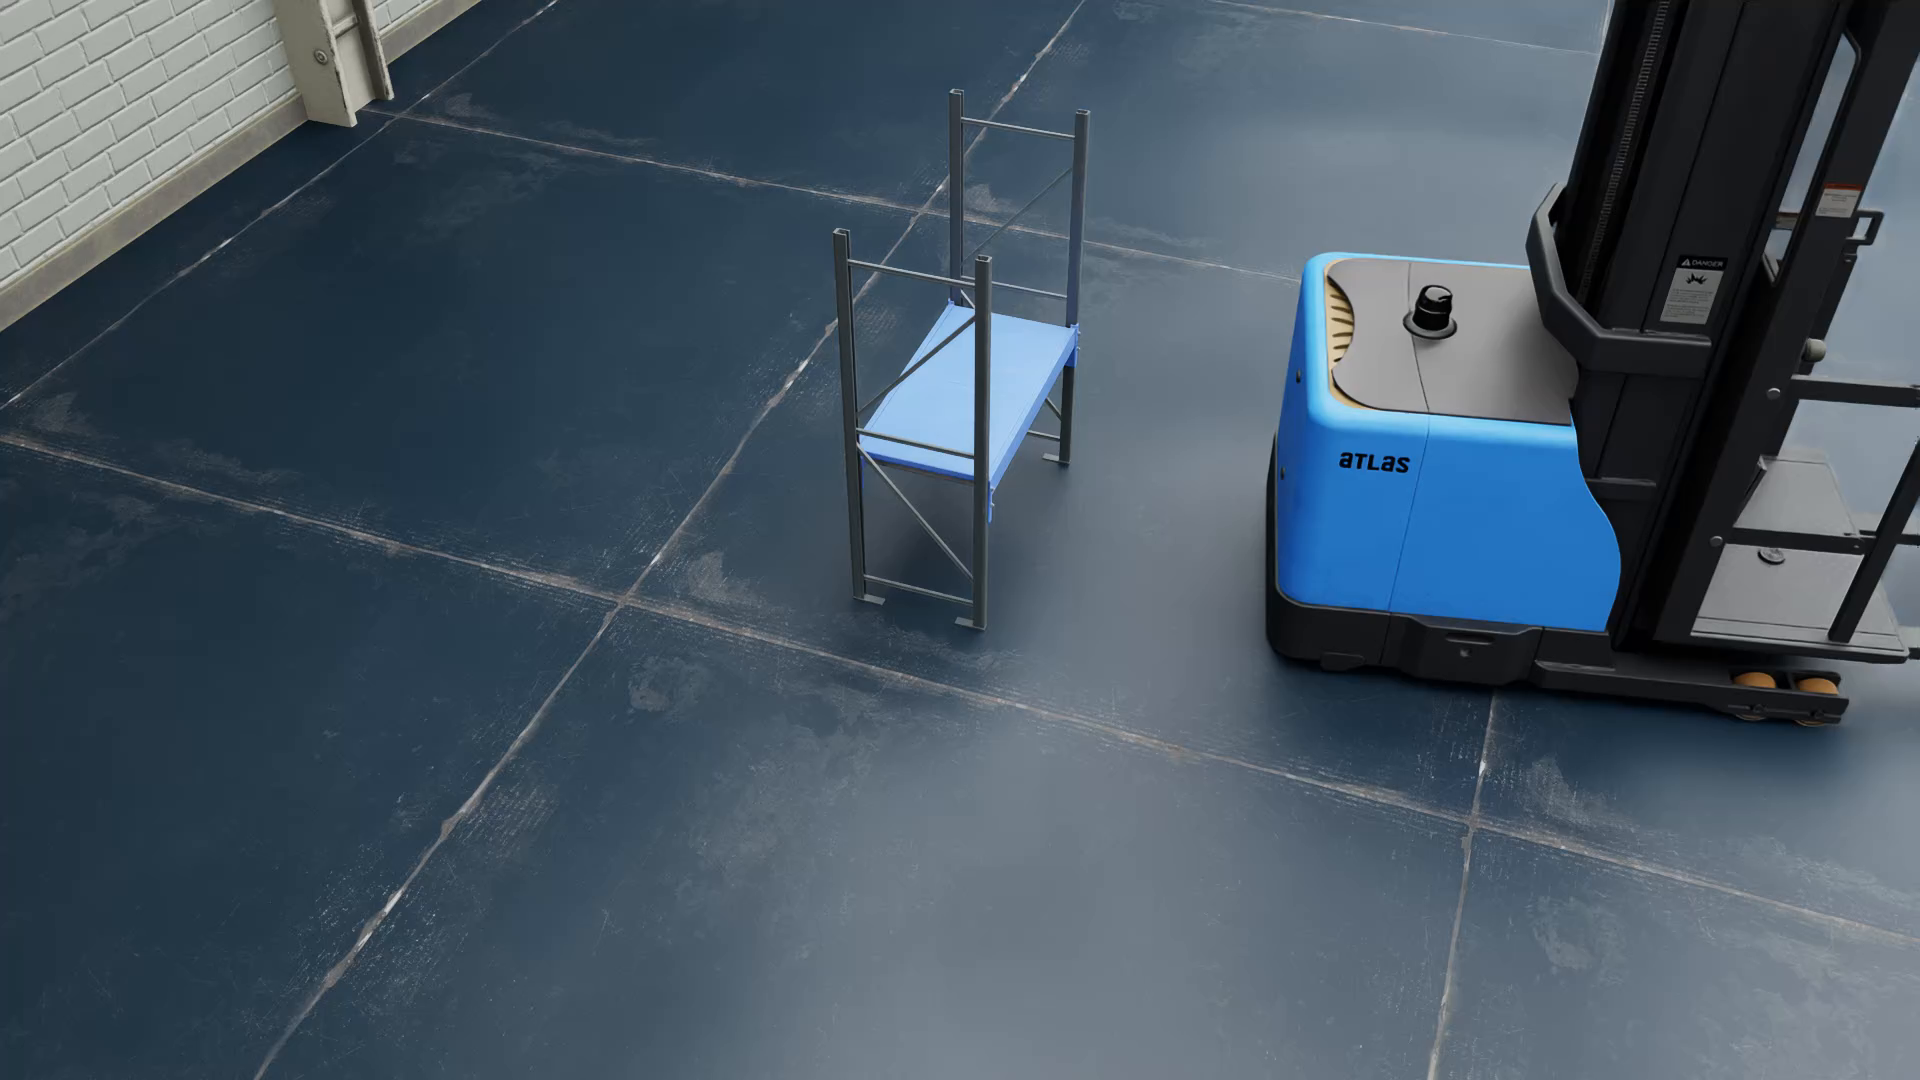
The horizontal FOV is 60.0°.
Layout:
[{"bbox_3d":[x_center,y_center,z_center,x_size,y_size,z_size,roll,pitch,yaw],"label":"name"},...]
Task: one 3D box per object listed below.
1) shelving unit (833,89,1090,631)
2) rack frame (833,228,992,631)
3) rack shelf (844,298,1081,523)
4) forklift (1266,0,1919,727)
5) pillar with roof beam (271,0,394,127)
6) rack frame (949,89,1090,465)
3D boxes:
[{"bbox_3d":[0.029,-0.623,5.824,0.538,1.500,1.048,13,42,15],"label":"shelving unit"},{"bbox_3d":[-0.145,-0.313,5.461,0.500,1.500,0.032,13,42,15],"label":"rack frame"},{"bbox_3d":[0.029,-0.486,5.941,0.538,0.185,1.000,13,42,15],"label":"rack shelf"},{"bbox_3d":[2.619,-0.866,5.007,3.031,2.935,1.130,5,41,6],"label":"forklift"},{"bbox_3d":[0.743,-4.810,4.954,9.100,9.000,0.400,13,42,15],"label":"pillar with roof beam"},{"bbox_3d":[0.203,-0.933,6.188,0.500,1.500,0.032,13,42,15],"label":"rack frame"}]
